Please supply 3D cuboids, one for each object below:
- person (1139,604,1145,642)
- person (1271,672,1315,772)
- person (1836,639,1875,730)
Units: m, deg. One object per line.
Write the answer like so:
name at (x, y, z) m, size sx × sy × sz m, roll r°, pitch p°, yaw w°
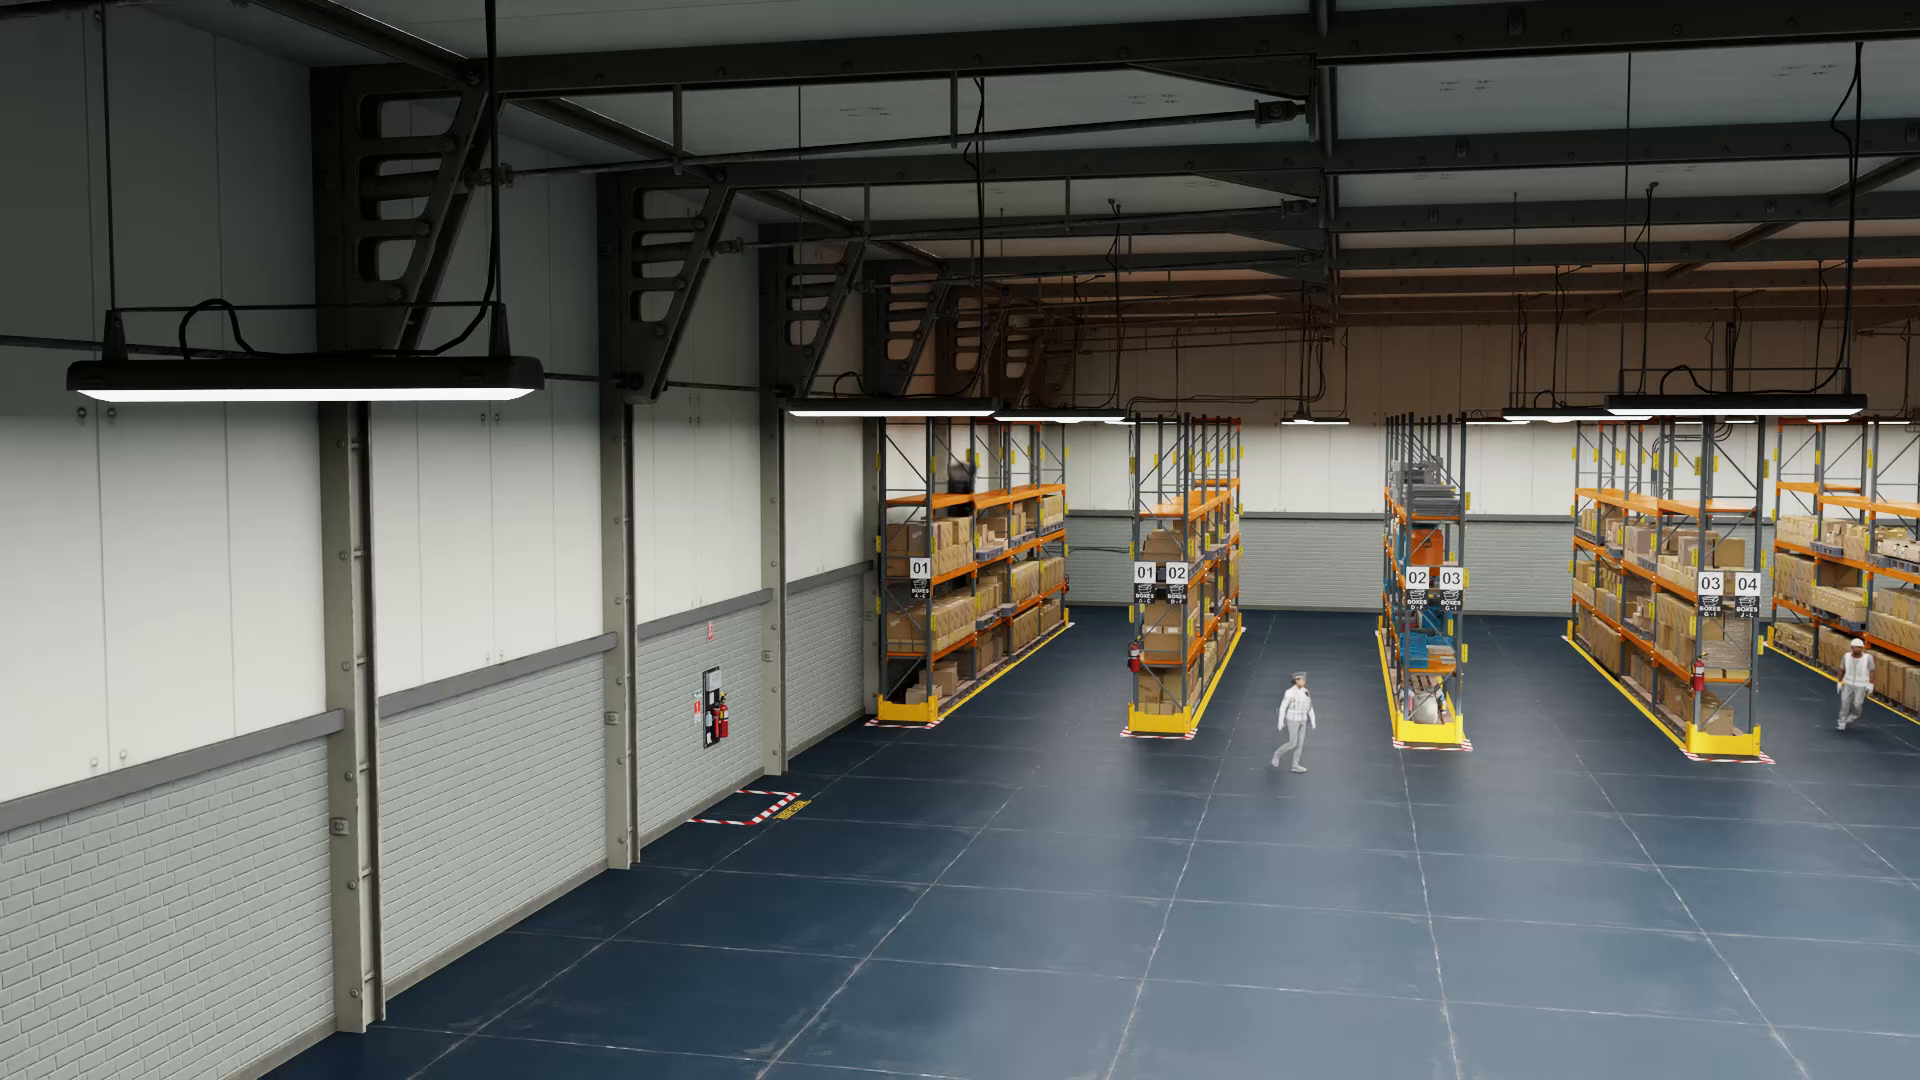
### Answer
person at (4.876, 1.904, 43.572) m, size 0.683 × 1.713 × 0.803 m, roll 1°, pitch 4°, yaw 21°
person at (5.534, 3.008, 27.657) m, size 0.611 × 1.668 × 0.559 m, roll -3°, pitch 5°, yaw -36°
person at (16.872, 2.715, 31.294) m, size 0.637 × 1.752 × 0.622 m, roll 3°, pitch 5°, yaw 38°
